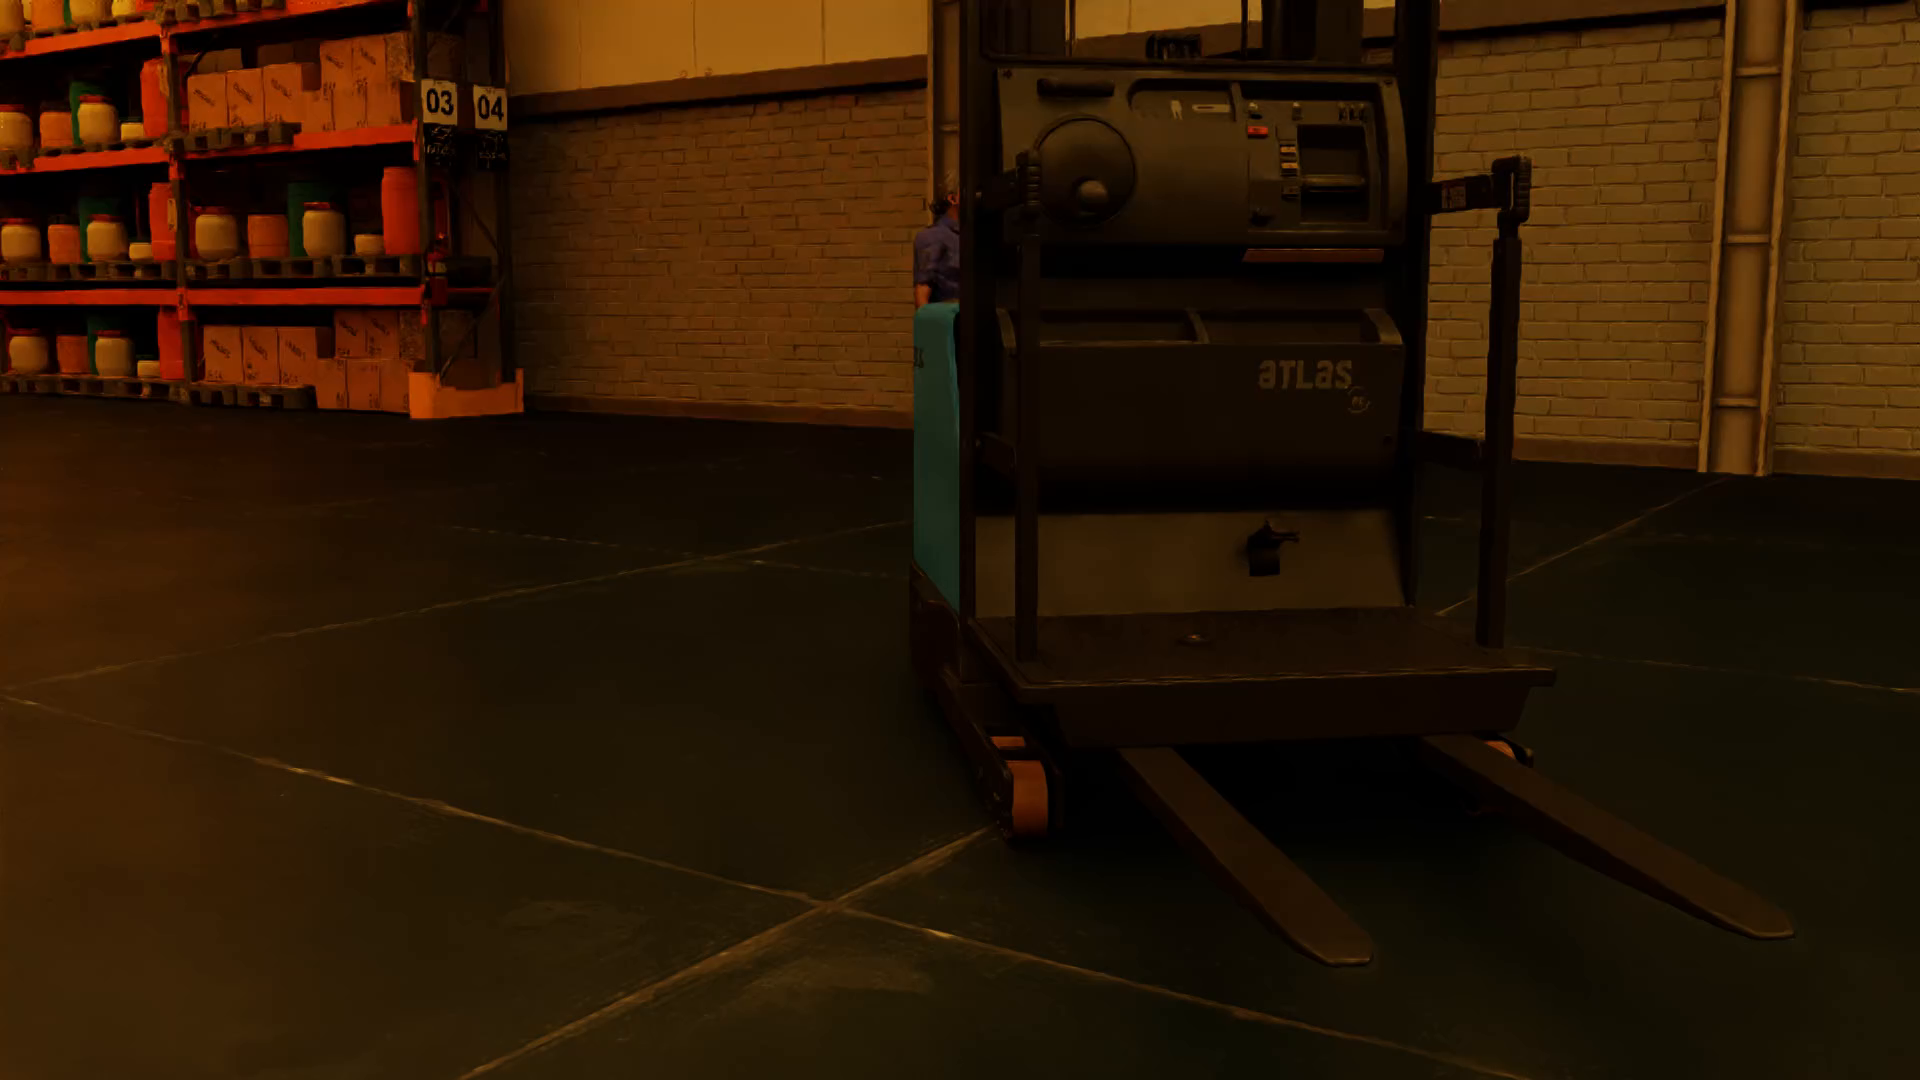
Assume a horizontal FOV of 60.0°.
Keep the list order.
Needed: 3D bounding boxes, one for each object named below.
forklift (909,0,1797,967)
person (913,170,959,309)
[{"bbox_3d":[0.580,-0.899,3.514,1.130,2.935,3.031,-1,8,-9],"label":"forklift"},{"bbox_3d":[0.062,-0.817,7.422,0.503,1.654,0.570,5,10,34],"label":"person"}]
